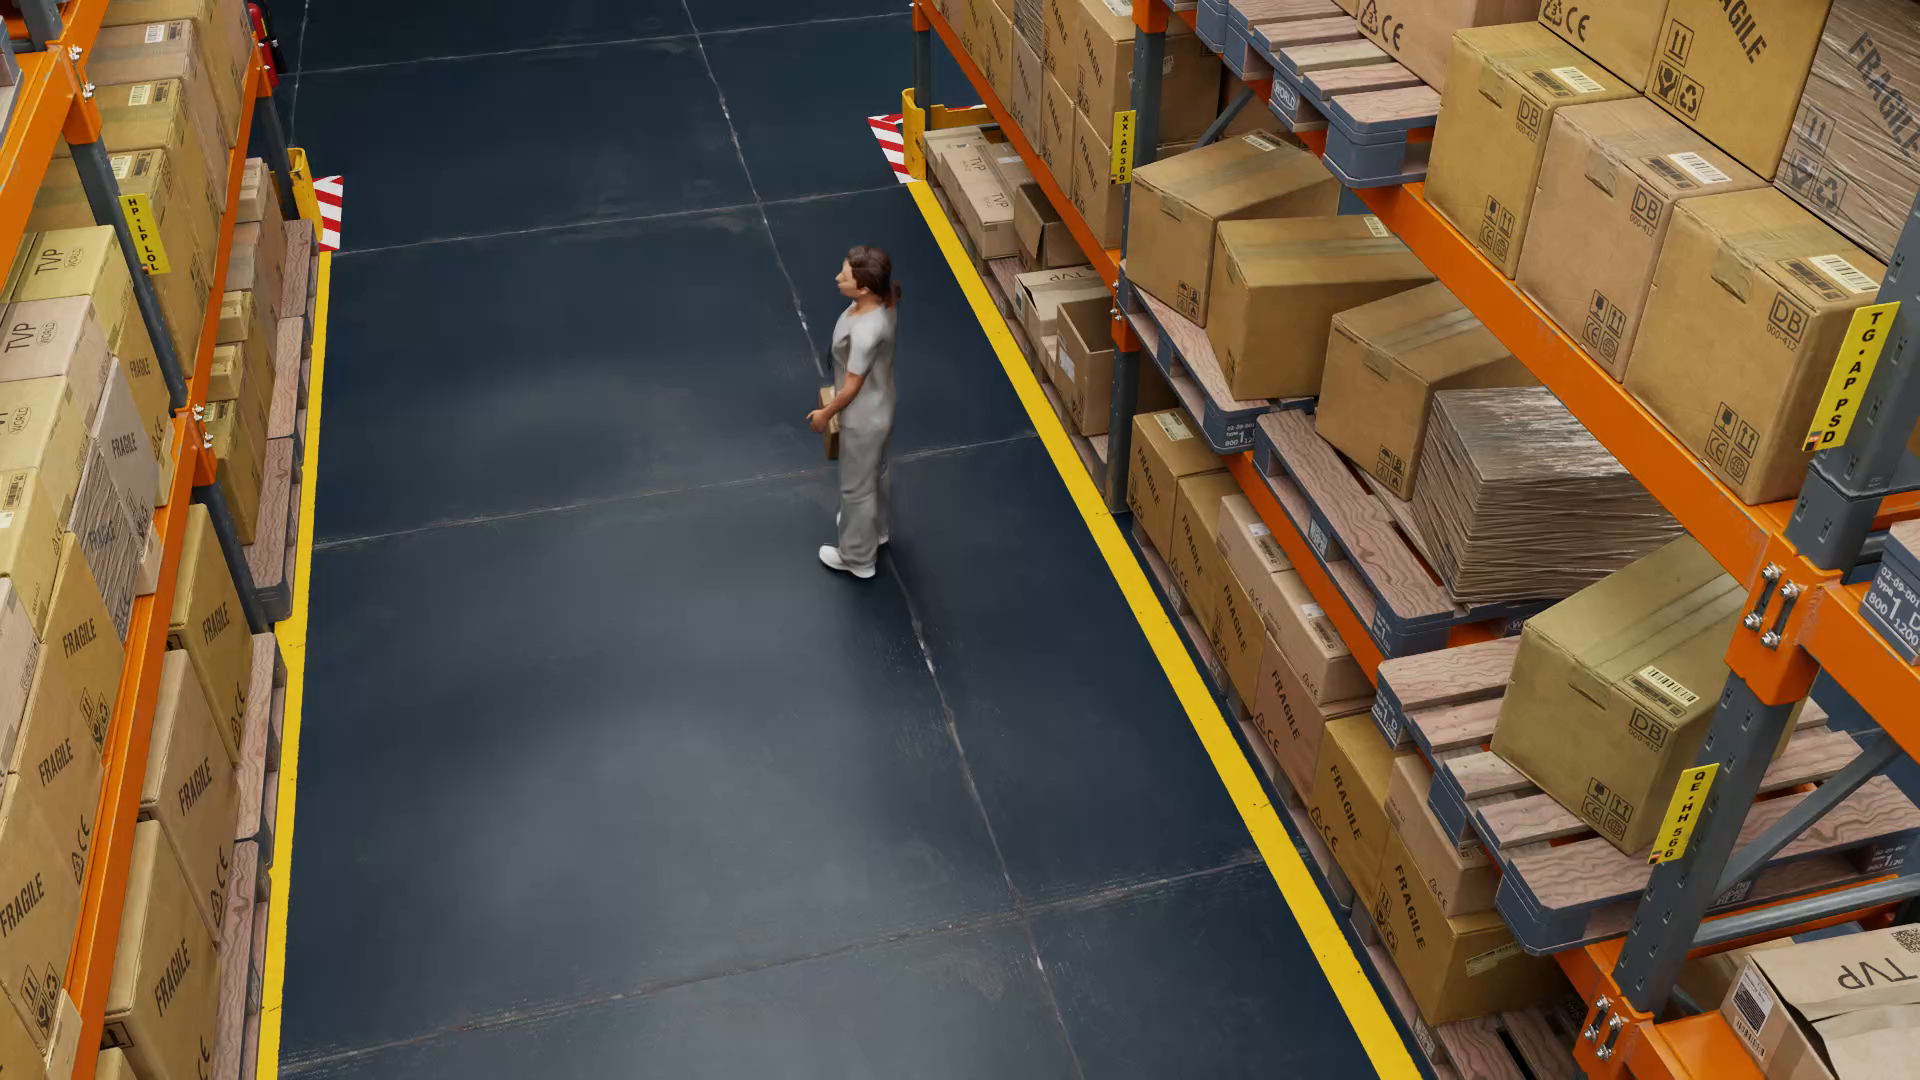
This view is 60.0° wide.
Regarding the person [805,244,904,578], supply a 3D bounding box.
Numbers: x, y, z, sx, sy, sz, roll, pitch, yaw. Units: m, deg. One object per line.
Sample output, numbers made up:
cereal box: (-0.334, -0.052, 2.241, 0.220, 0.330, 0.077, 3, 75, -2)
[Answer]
person: (-0.448, -0.591, 7.434, 0.440, 1.684, 0.530, 4, 38, 5)
